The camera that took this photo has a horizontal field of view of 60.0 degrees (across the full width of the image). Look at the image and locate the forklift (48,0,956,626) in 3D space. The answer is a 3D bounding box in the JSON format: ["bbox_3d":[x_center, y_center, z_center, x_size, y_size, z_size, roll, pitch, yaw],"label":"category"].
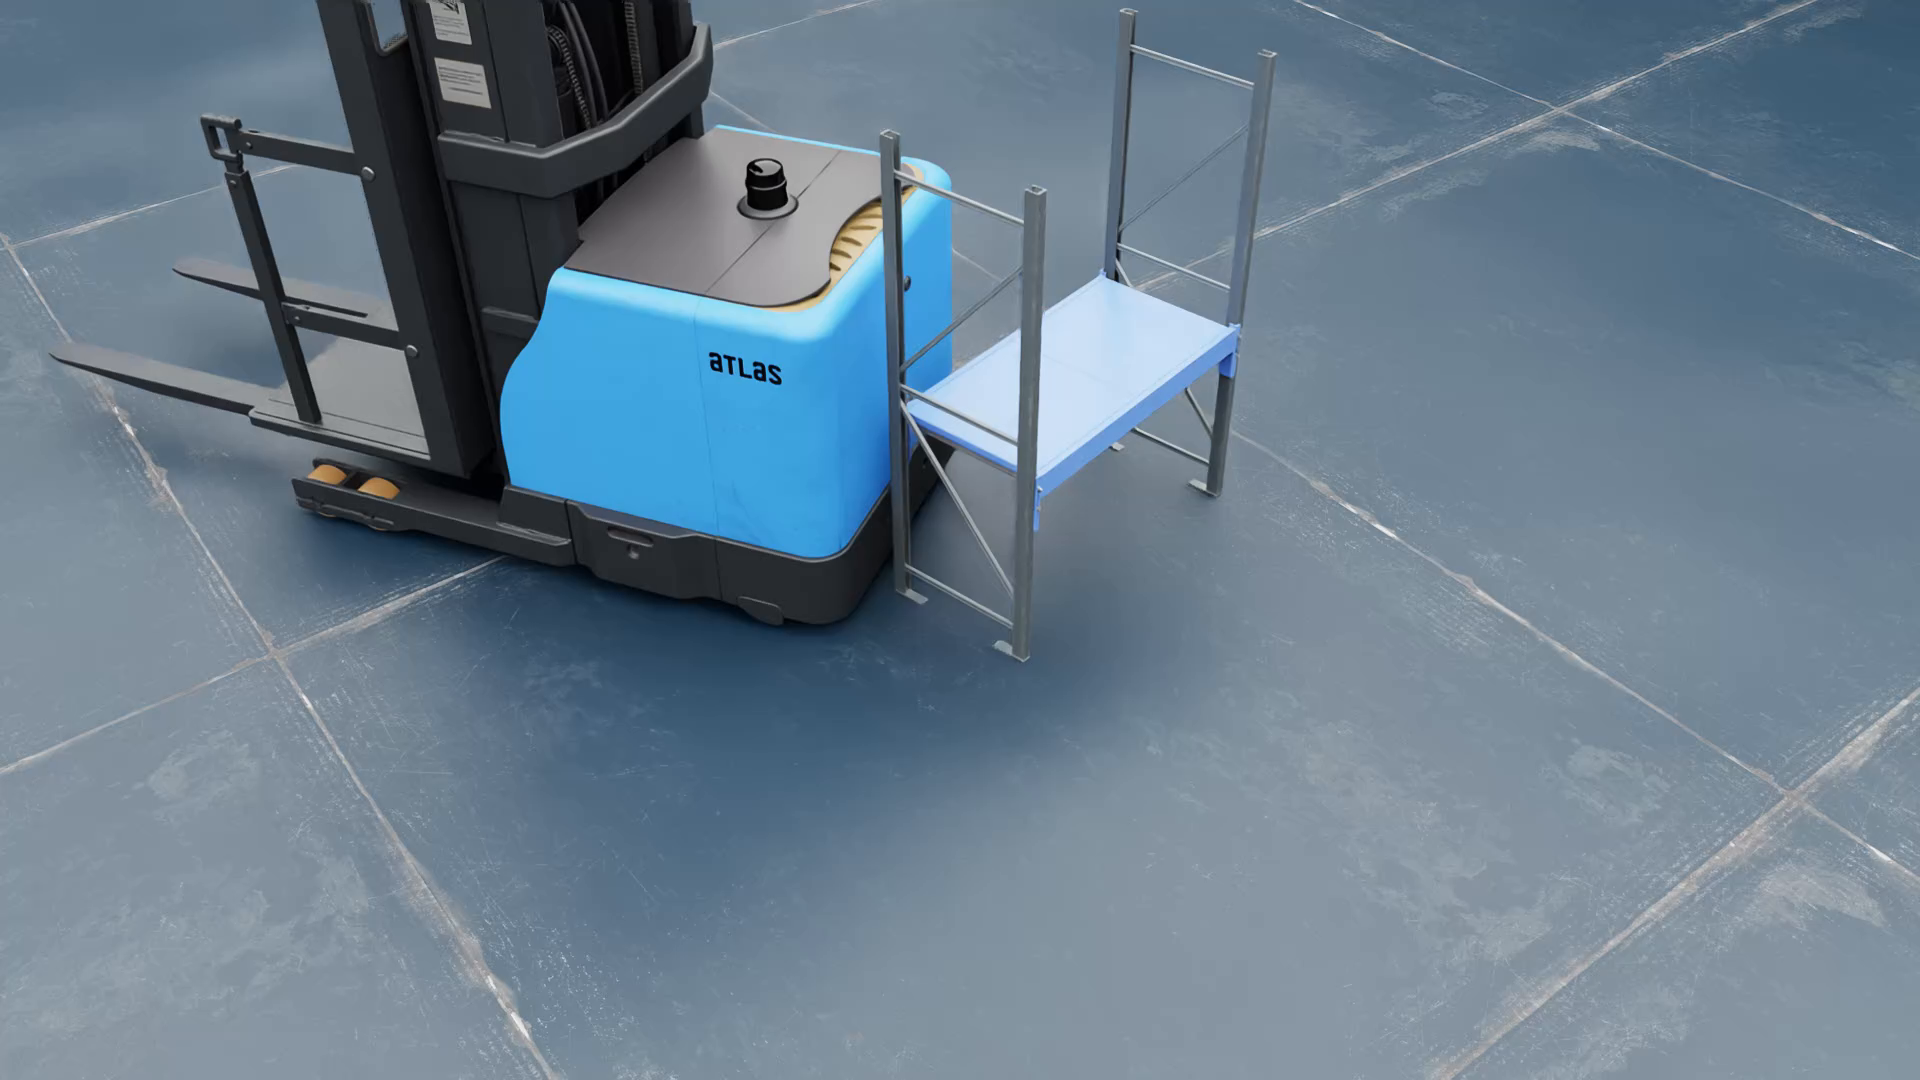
[{"bbox_3d":[-1.582,-1.461,4.720,3.031,2.935,1.130,13,41,16],"label":"forklift"}]

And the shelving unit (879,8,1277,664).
[{"bbox_3d":[0.327,-0.579,4.773,0.538,1.500,1.048,28,47,30],"label":"shelving unit"}]

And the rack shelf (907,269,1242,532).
[{"bbox_3d":[0.327,-0.439,4.887,0.538,0.185,1.000,28,47,30],"label":"rack shelf"}]

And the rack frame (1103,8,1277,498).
[{"bbox_3d":[0.653,-0.826,5.074,0.500,1.500,0.032,28,47,30],"label":"rack frame"}]

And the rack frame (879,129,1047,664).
[{"bbox_3d":[0.001,-0.331,4.471,0.500,1.500,0.032,28,47,30],"label":"rack frame"}]
